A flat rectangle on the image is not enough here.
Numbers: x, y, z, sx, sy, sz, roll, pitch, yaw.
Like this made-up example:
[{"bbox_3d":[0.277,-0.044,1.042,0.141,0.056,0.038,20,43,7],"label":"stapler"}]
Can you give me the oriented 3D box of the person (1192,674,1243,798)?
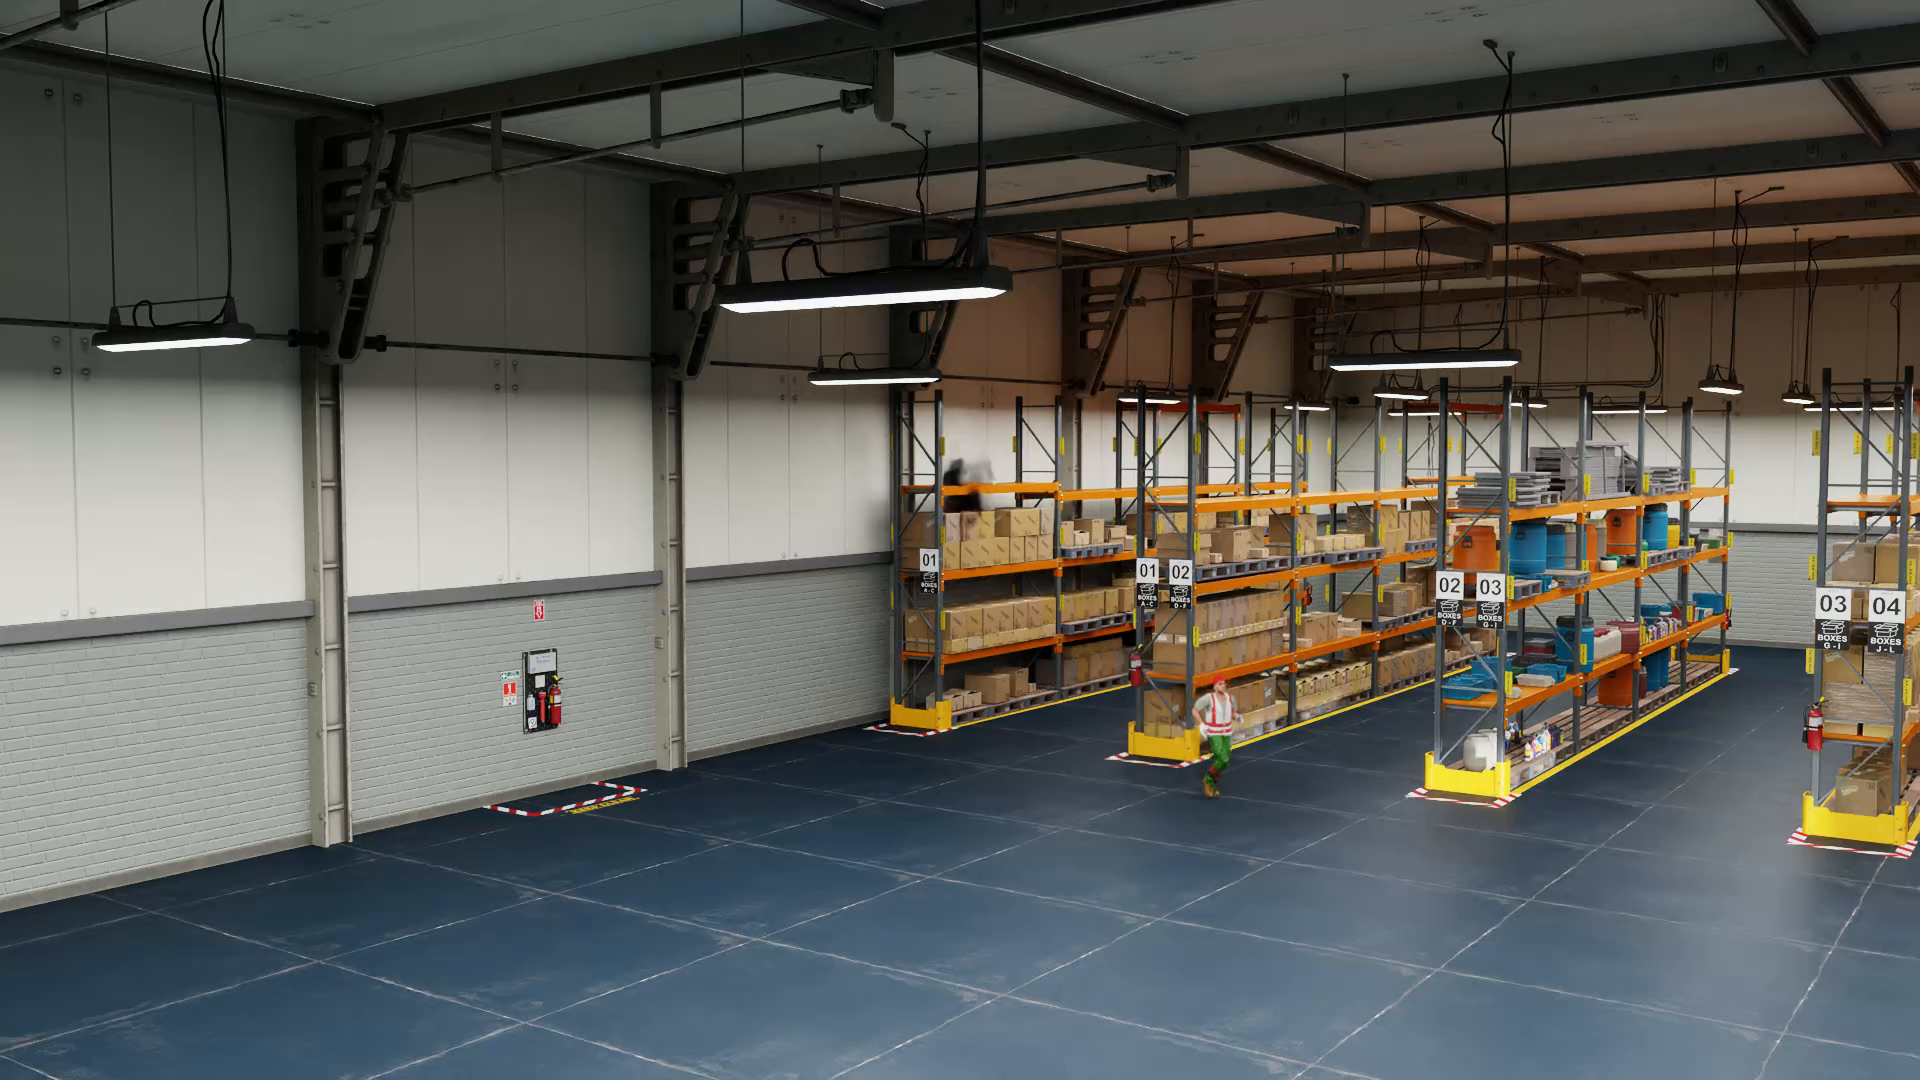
[{"bbox_3d":[3.711,2.786,23.609,0.625,1.762,0.659,-2,4,-29],"label":"person"}]
